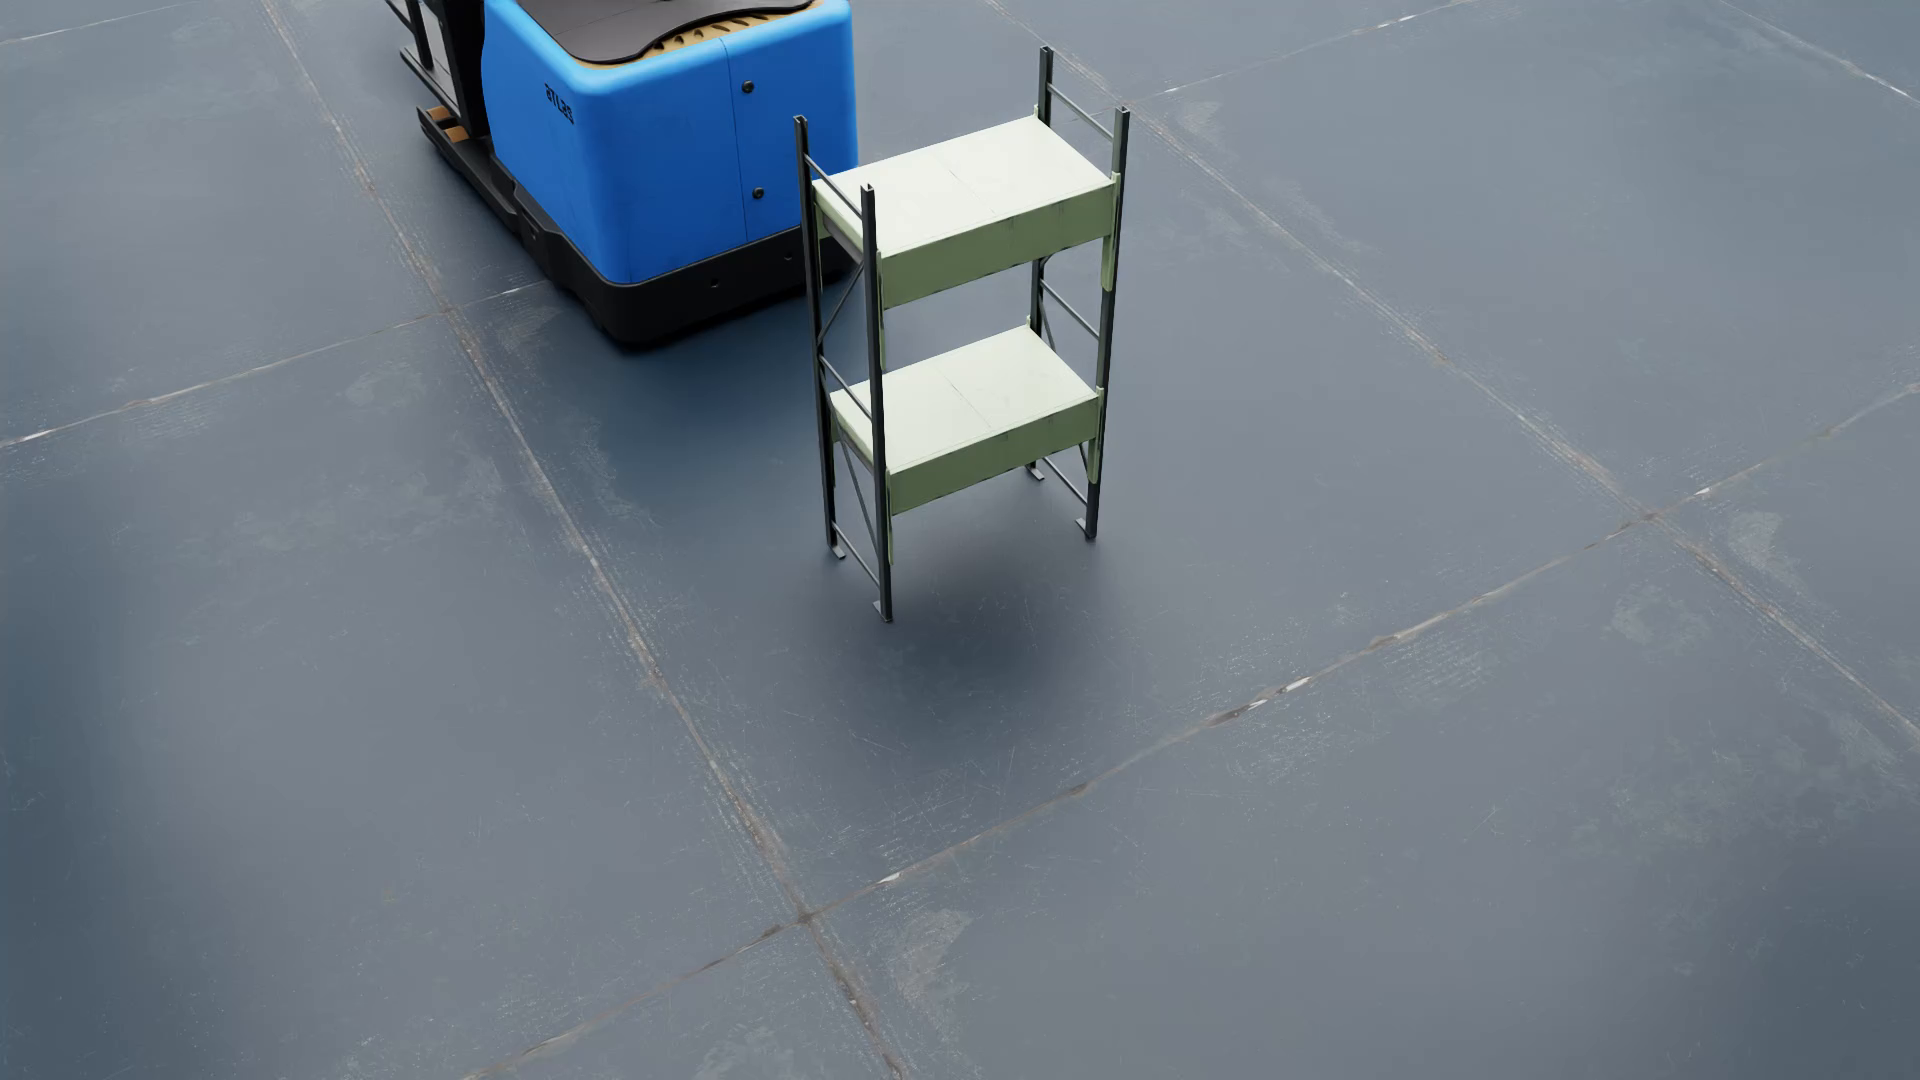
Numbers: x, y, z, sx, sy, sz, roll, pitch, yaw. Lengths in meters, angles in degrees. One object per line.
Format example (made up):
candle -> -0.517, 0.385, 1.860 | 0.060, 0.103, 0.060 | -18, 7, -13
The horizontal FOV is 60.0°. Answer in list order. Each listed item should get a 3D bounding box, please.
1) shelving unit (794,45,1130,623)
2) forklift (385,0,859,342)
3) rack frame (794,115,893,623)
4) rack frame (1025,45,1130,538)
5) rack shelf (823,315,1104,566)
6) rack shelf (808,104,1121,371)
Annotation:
shelving unit -> 0.006, -0.541, 4.730 | 0.755, 1.500, 0.431 | -22, 48, -21
forklift -> -1.588, -2.746, 5.975 | 1.130, 2.935, 3.031 | -25, 49, -24
rack frame -> -0.312, -0.414, 4.599 | 0.023, 1.500, 0.400 | -22, 48, -21
rack frame -> 0.323, -0.668, 4.861 | 0.023, 1.500, 0.400 | -22, 48, -21
rack shelf -> 0.006, -0.307, 4.957 | 0.720, 0.370, 0.431 | -22, 48, -21
rack shelf -> 0.006, -0.821, 4.458 | 0.720, 0.370, 0.431 | -22, 48, -21
